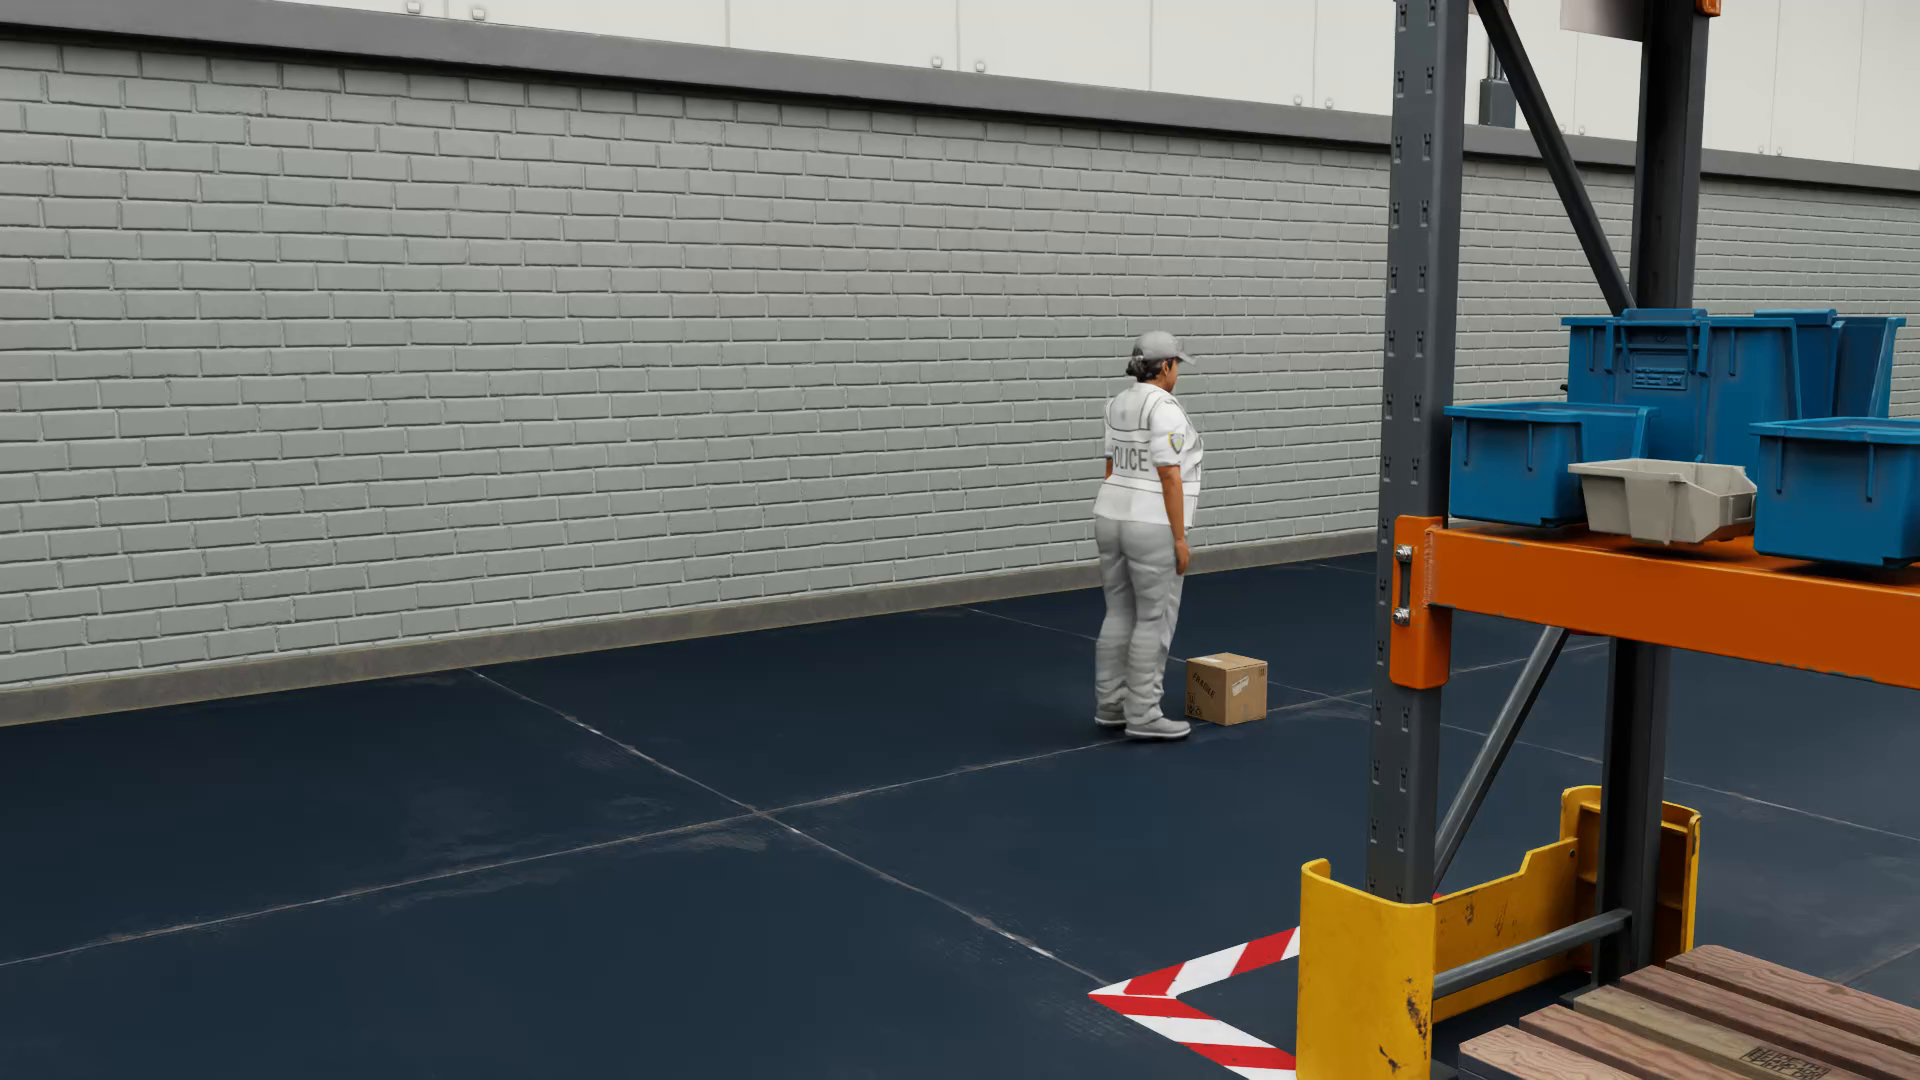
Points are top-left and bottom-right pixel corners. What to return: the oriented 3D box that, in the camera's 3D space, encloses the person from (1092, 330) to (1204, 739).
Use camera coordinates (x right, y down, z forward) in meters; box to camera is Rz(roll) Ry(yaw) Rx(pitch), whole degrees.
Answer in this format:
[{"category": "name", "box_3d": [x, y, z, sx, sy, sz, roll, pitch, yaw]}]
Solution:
[{"category": "person", "box_3d": [0.787, -0.026, 6.876, 0.399, 1.668, 0.495, -4, 9, -29]}]
